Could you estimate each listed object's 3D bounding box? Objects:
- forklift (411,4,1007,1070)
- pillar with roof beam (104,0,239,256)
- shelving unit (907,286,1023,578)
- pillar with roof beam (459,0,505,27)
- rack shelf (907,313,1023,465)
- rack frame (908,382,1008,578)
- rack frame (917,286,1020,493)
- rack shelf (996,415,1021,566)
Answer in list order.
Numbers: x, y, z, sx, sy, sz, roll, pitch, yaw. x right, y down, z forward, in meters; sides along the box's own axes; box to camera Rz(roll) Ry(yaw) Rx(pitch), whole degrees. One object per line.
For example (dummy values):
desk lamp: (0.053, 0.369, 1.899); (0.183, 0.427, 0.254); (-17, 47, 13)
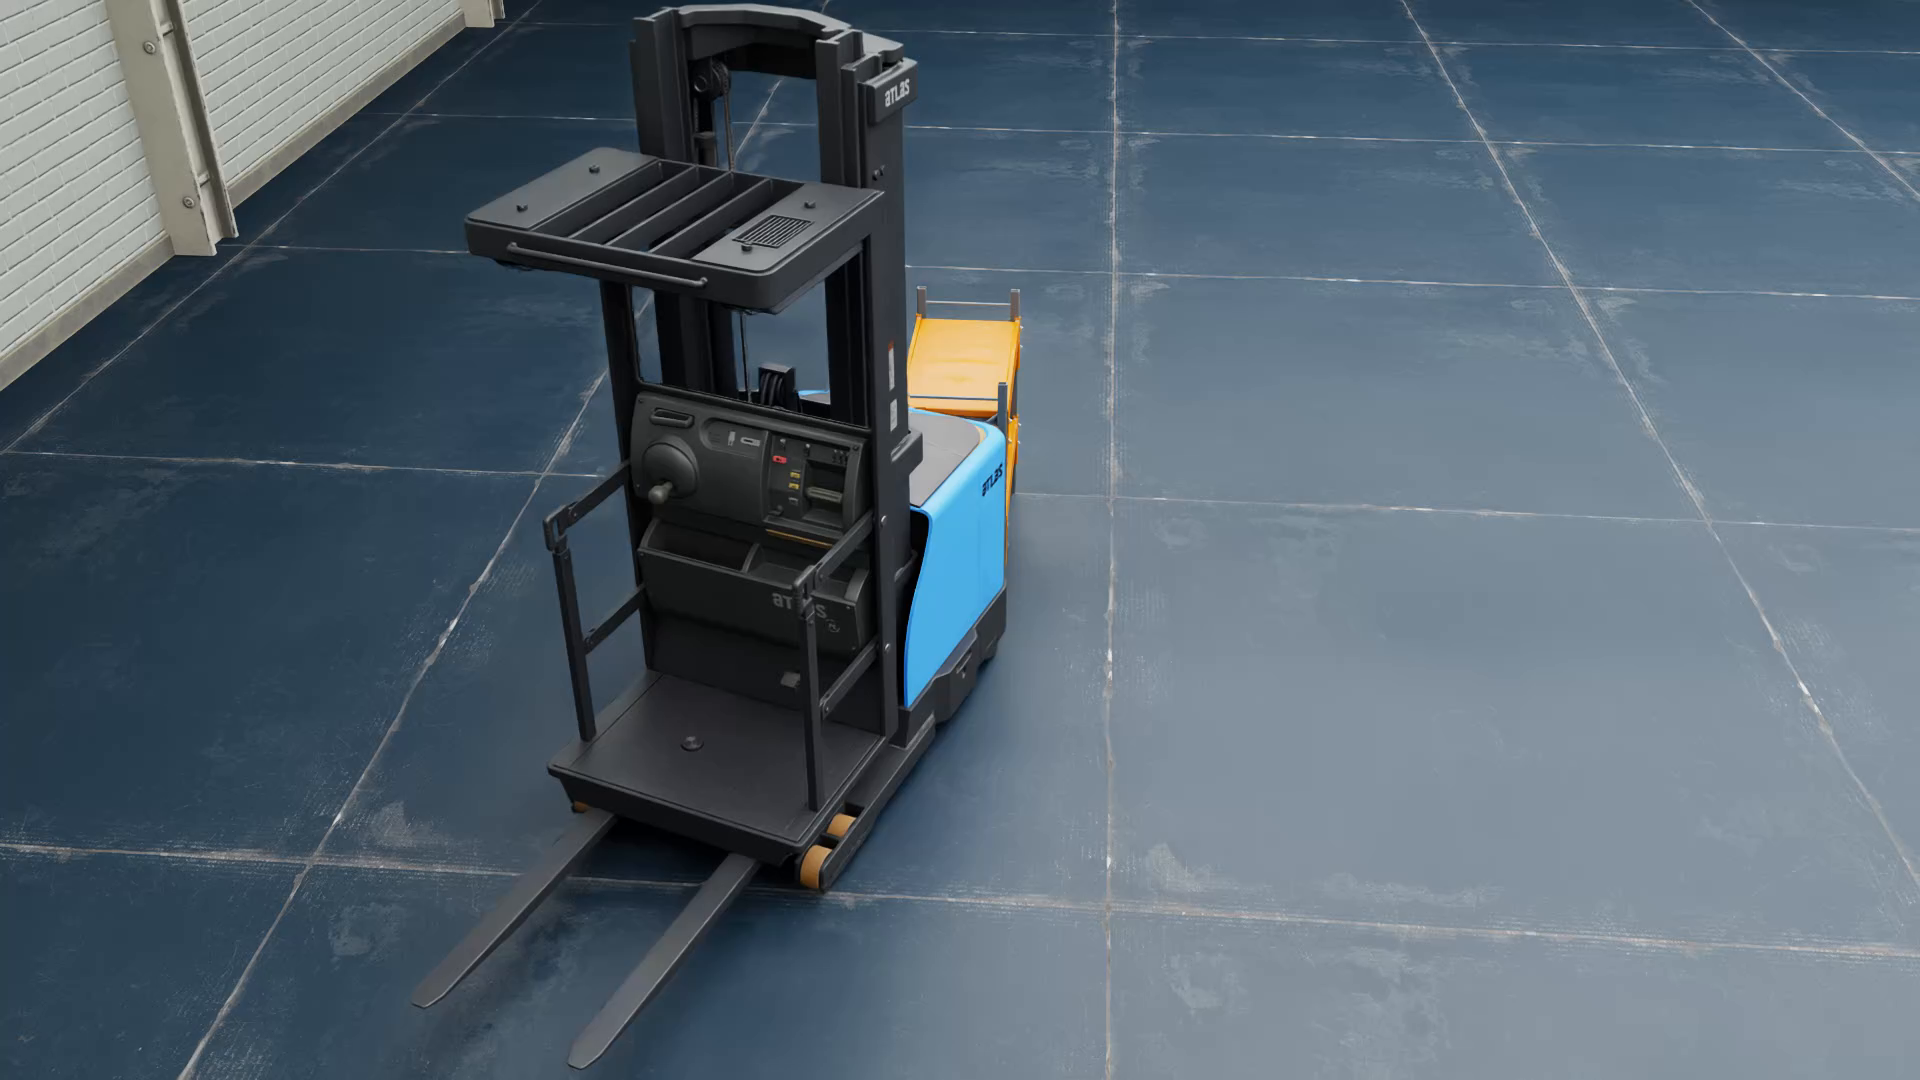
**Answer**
forklift: (-0.858, -0.210, 5.798); (1.130, 2.935, 3.031); (13, 34, 20)
pillar with roof beam: (-0.973, -5.708, 8.935); (9.100, 9.000, 0.400); (2, 32, 4)
shelving unit: (-0.001, -0.475, 7.949); (0.538, 1.125, 1.048); (2, 32, 4)
pillar with roof beam: (-0.485, -8.845, 14.026); (9.100, 9.000, 0.400); (2, 32, 4)
rack shelf: (-0.001, -0.725, 7.796); (0.538, 0.278, 1.000); (2, 32, 4)
rack frame: (-0.042, -0.210, 7.518); (0.500, 1.125, 0.032); (2, 32, 4)
rack frame: (0.041, -0.741, 8.380); (0.500, 1.125, 0.032); (2, 32, 4)
rack shelf: (-0.001, -0.267, 8.077); (0.538, 0.278, 1.000); (2, 32, 4)
